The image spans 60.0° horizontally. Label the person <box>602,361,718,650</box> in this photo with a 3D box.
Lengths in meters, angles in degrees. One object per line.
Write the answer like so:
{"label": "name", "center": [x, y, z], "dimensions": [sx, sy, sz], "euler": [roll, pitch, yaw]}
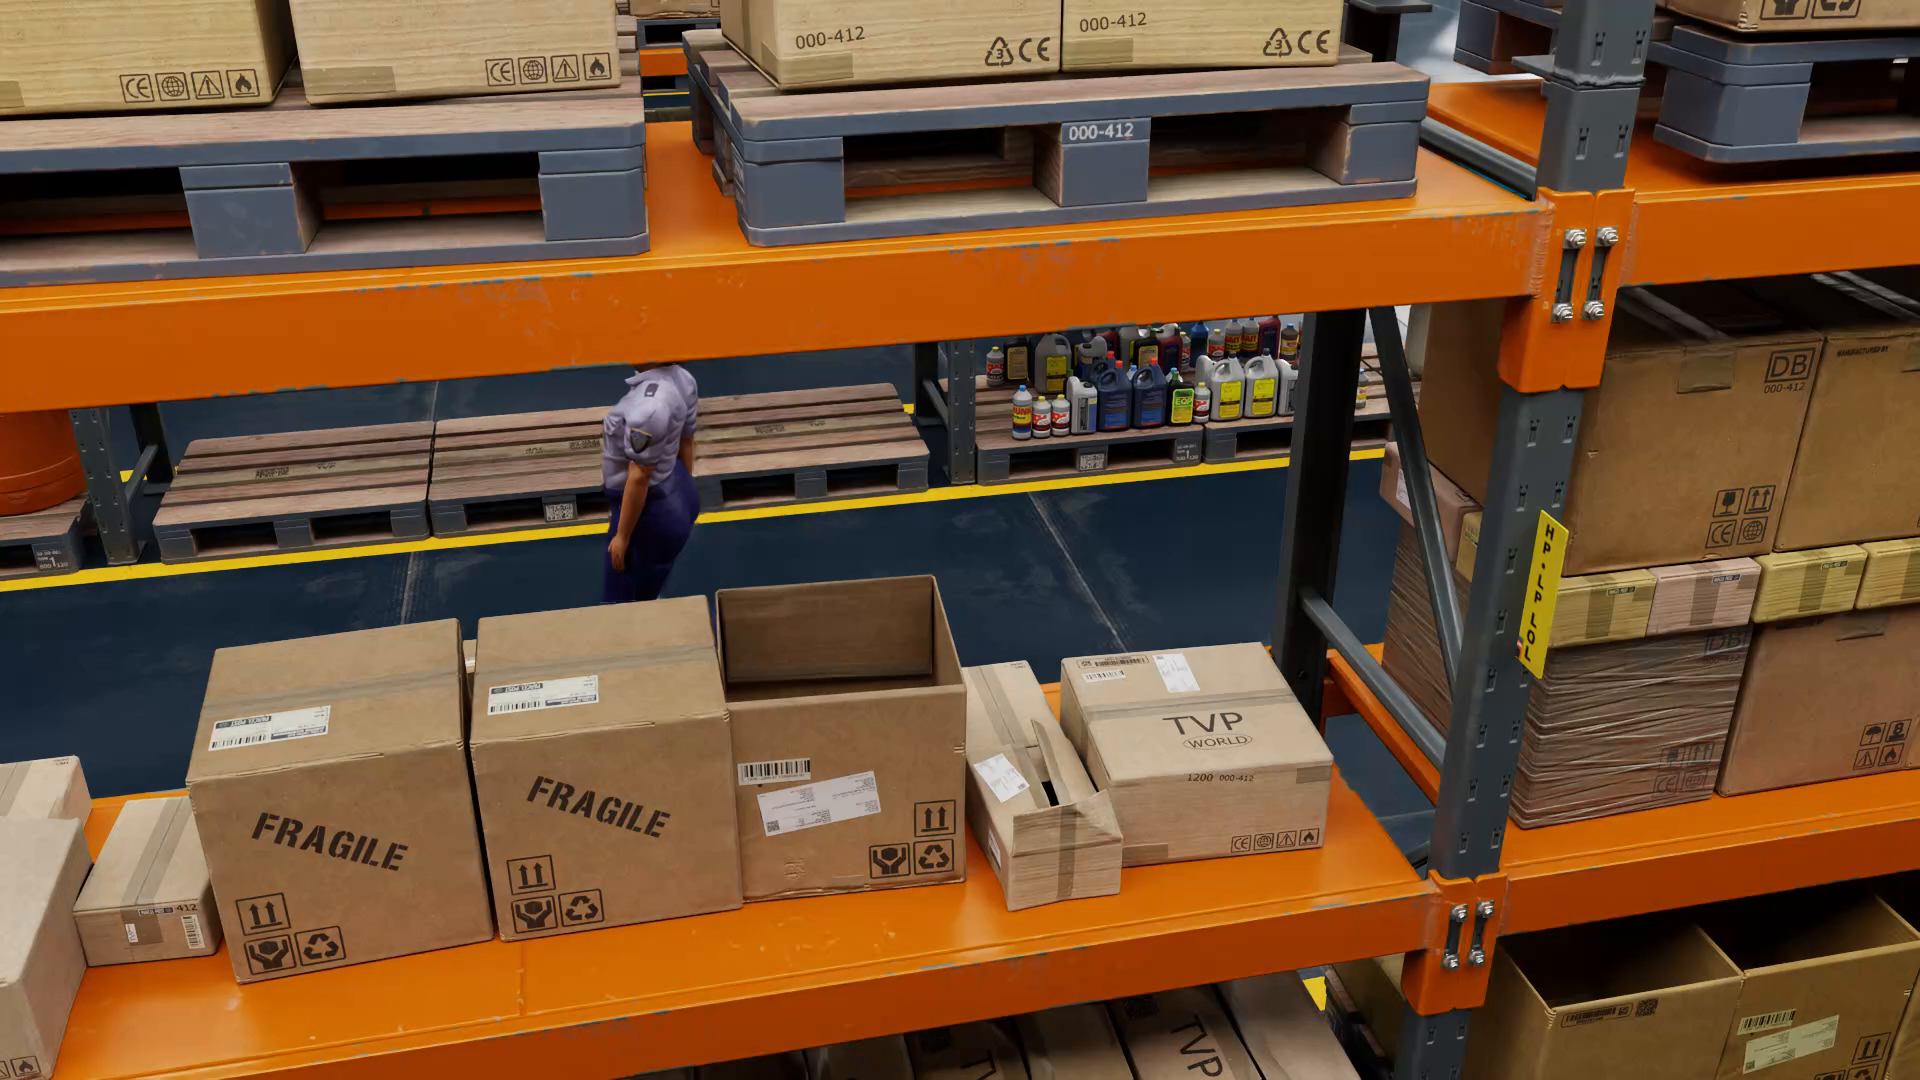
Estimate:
{"label": "person", "center": [-1.192, -0.102, 6.297], "dimensions": [0.738, 1.617, 0.489], "euler": [2, 27, 5]}
